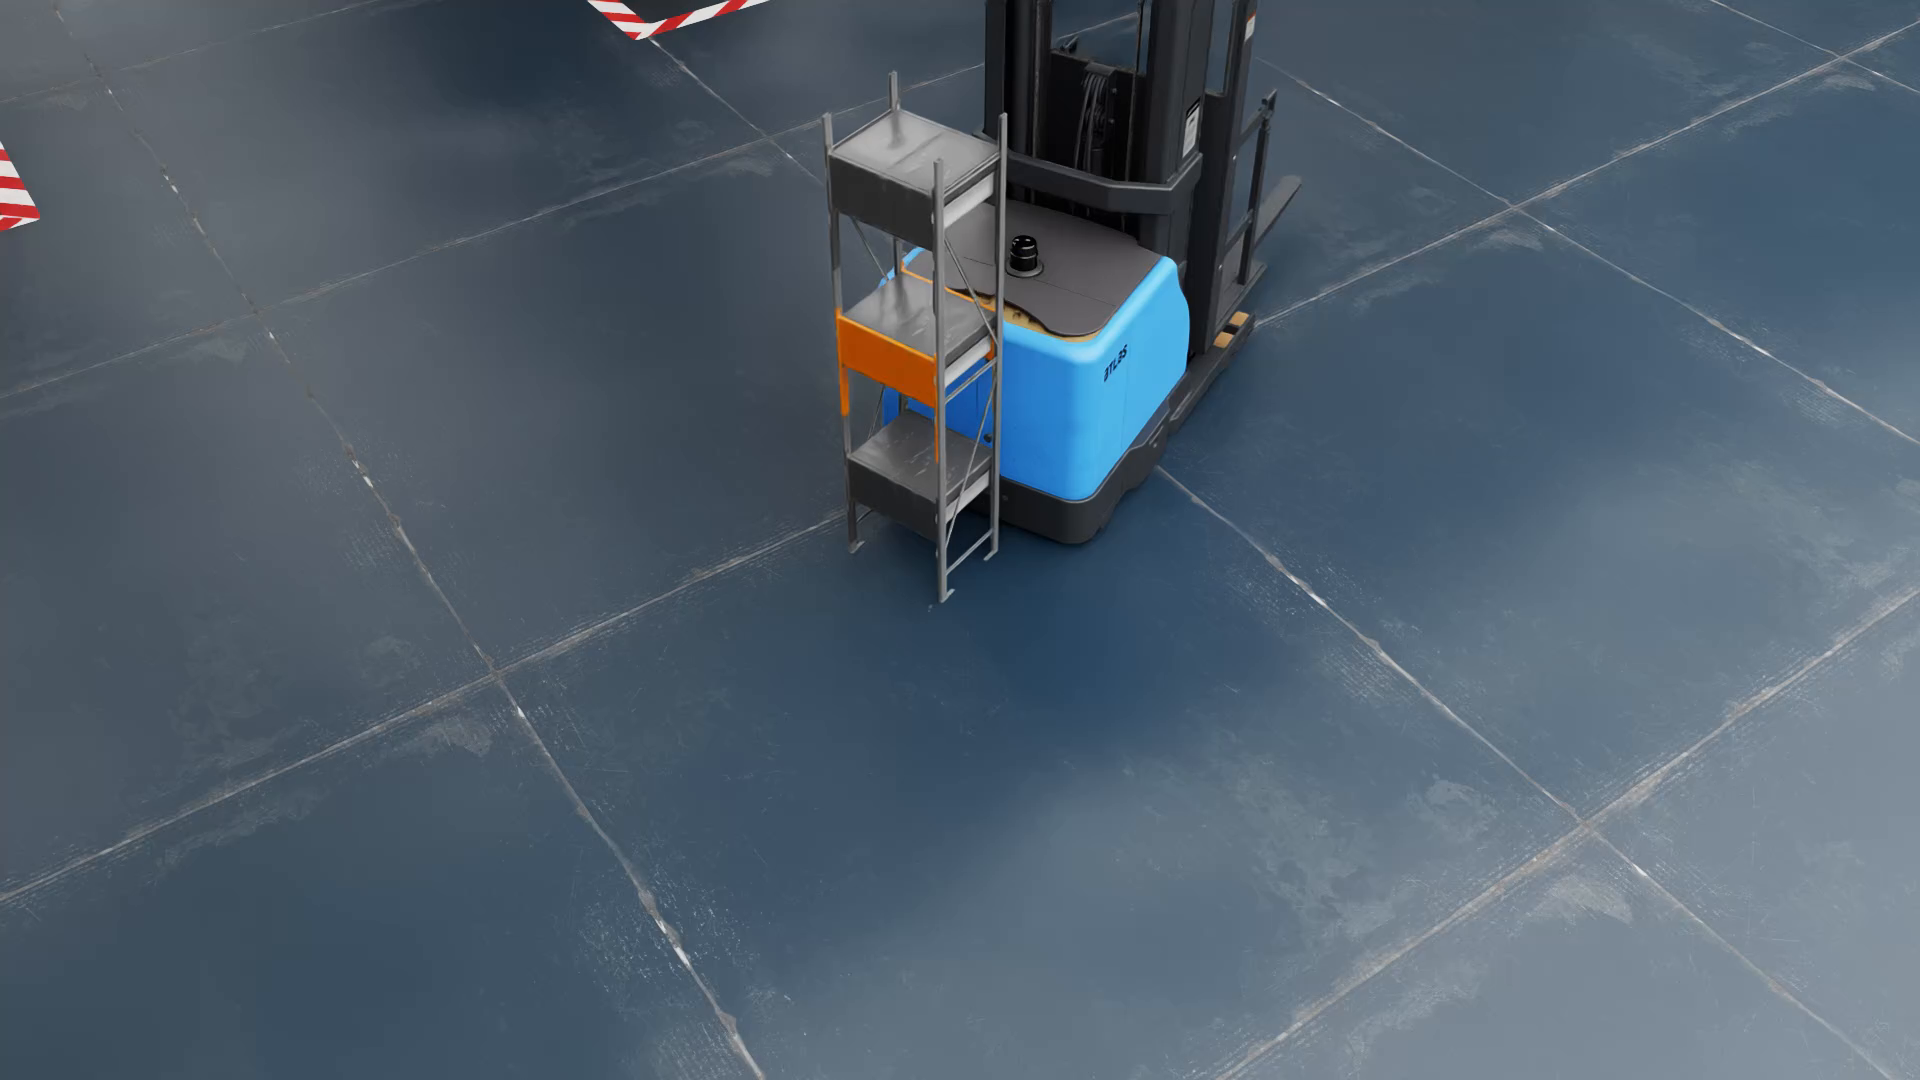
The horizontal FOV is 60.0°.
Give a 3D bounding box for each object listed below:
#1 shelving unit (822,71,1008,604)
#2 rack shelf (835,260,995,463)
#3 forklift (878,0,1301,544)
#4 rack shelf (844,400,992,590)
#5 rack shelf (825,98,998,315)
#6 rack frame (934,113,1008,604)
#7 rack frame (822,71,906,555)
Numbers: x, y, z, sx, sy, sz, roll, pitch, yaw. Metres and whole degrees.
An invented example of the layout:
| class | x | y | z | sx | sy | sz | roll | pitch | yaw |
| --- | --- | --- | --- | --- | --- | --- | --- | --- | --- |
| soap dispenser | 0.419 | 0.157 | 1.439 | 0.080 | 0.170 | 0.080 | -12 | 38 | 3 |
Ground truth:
| class | x | y | z | sx | sy | sz | roll | pitch | yaw |
| --- | --- | --- | --- | --- | --- | --- | --- | --- | --- |
| shelving unit | -0.157 | -0.707 | 6.460 | 0.503 | 2.100 | 0.431 | 27 | 50 | 26 |
| rack shelf | -0.157 | -0.697 | 6.470 | 0.480 | 0.518 | 0.431 | 27 | 50 | 26 |
| forklift | 0.807 | -2.052 | 7.268 | 1.130 | 2.935 | 3.031 | 21 | 48 | 21 |
| rack shelf | -0.157 | -0.191 | 6.953 | 0.480 | 0.518 | 0.431 | 27 | 50 | 26 |
| rack shelf | -0.157 | -1.203 | 5.986 | 0.480 | 0.518 | 0.431 | 27 | 50 | 26 |
| rack frame | 0.038 | -0.605 | 6.354 | 0.015 | 2.100 | 0.400 | 27 | 50 | 26 |
| rack frame | -0.352 | -0.808 | 6.566 | 0.015 | 2.100 | 0.400 | 27 | 50 | 26 |
